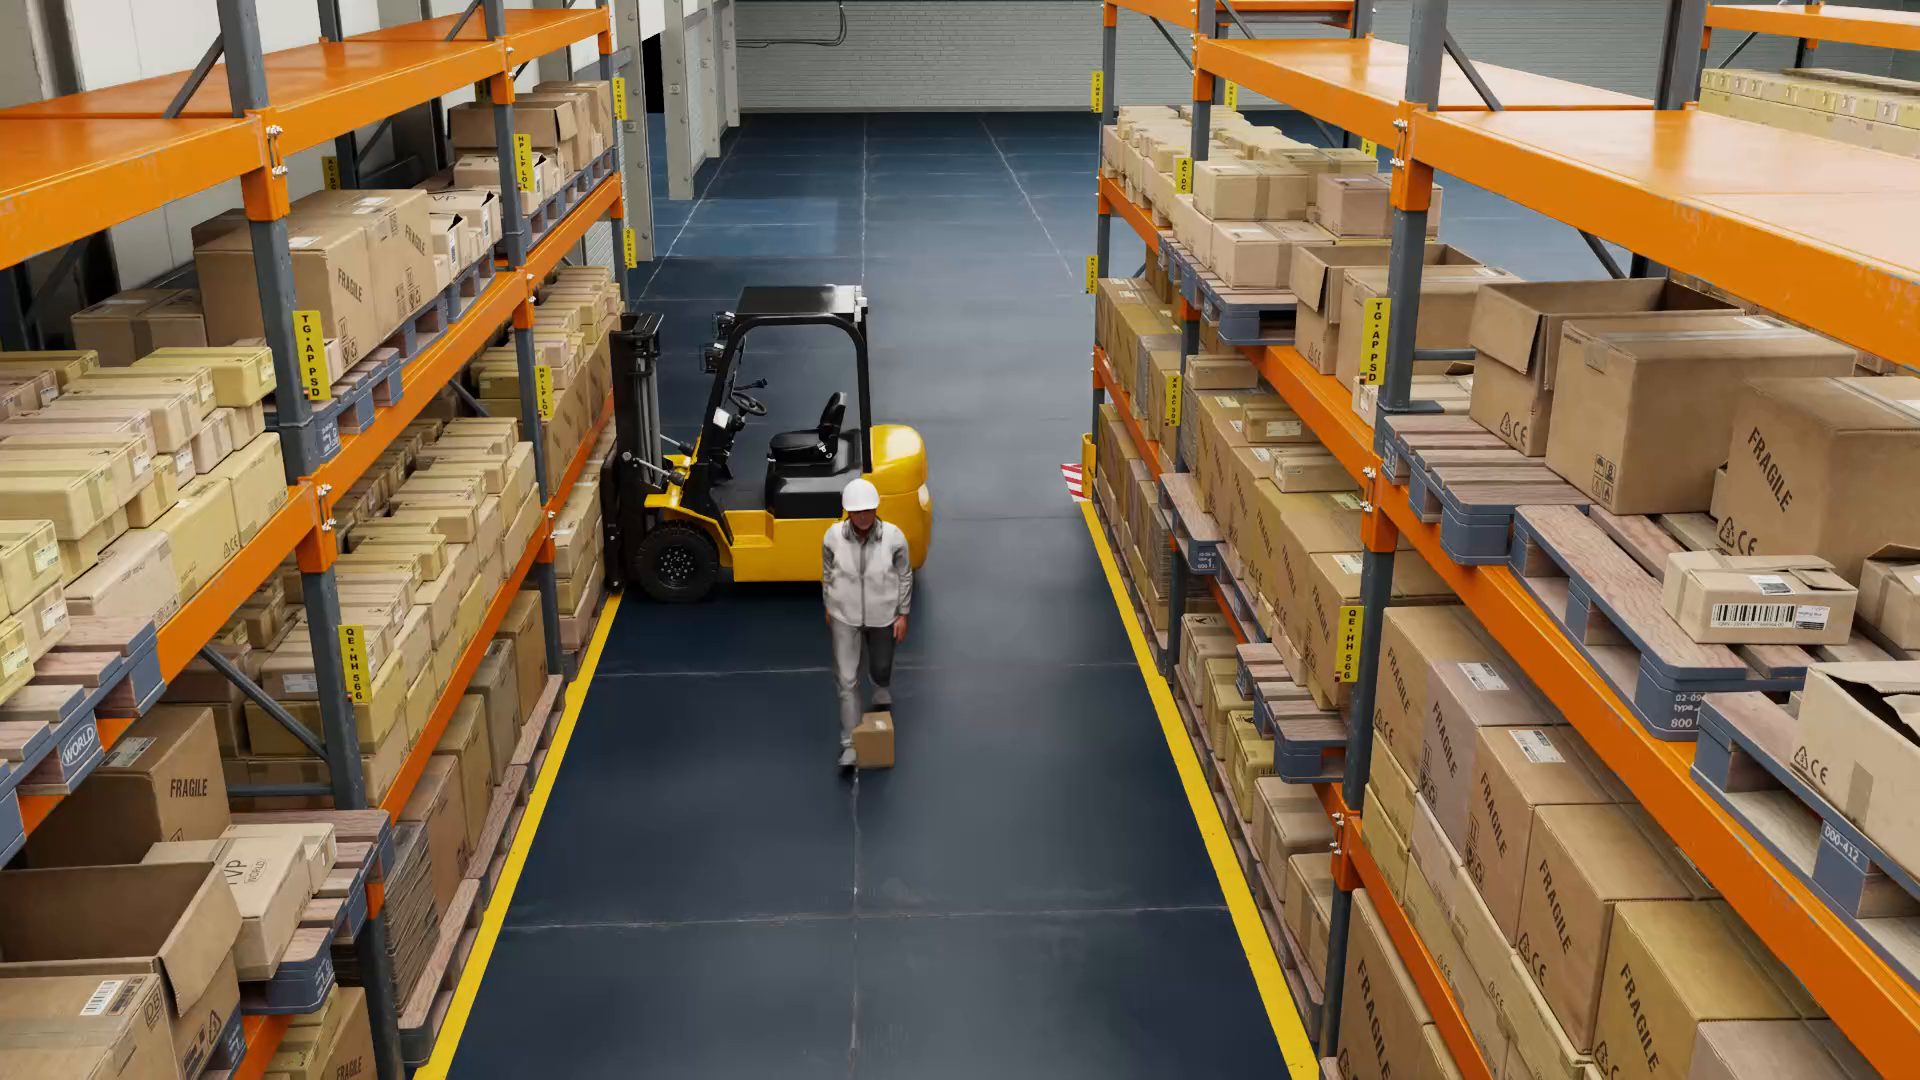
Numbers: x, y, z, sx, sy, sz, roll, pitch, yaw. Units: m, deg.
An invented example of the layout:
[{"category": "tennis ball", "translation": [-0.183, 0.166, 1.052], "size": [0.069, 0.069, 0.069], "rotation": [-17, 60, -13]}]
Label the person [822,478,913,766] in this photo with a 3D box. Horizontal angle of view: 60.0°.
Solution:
[{"category": "person", "translation": [-0.550, 0.421, 9.968], "size": [0.542, 1.717, 1.116], "rotation": [-2, 20, -4]}]
